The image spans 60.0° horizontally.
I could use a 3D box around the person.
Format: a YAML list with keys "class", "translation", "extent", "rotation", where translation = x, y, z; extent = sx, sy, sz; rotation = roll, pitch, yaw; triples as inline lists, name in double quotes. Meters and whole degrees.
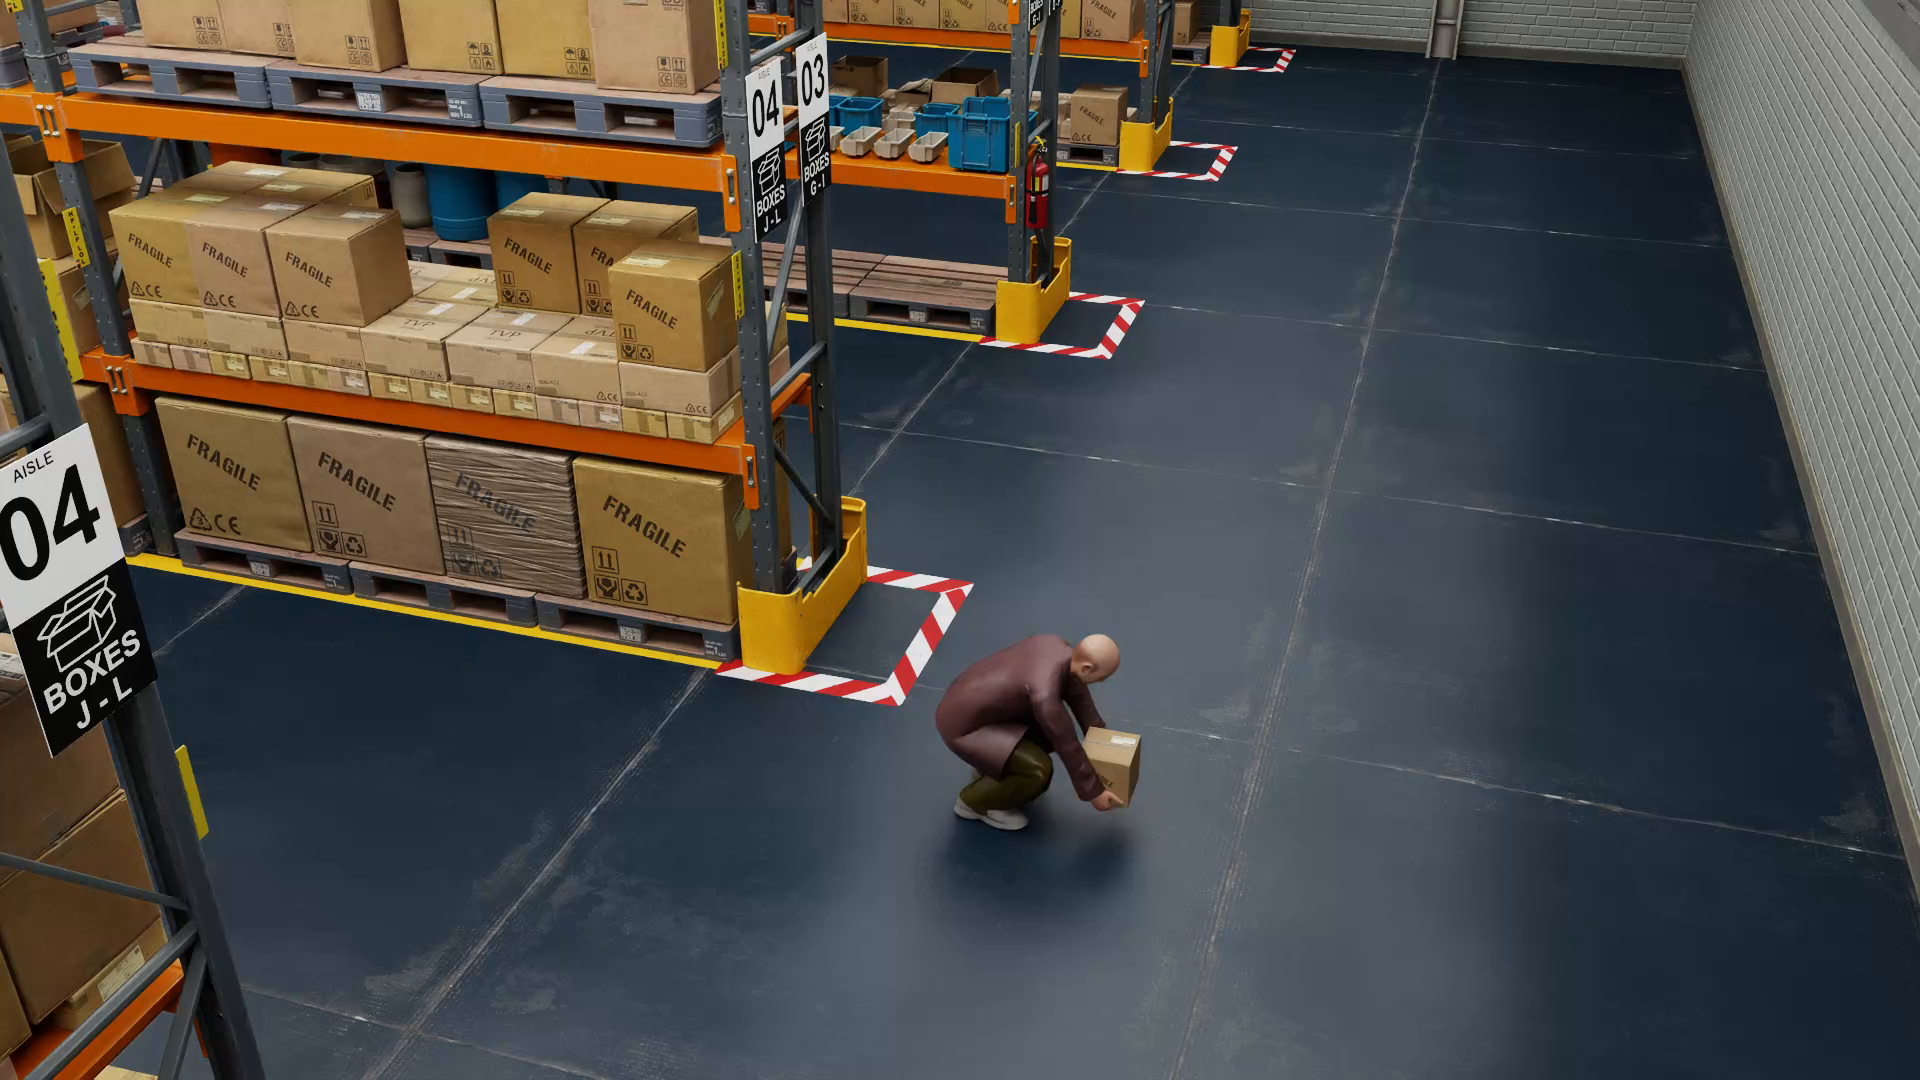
- class: "person"
  translation: [0.346, 0.862, 7.775]
  extent: [0.940, 1.000, 0.577]
  rotation: [8, 30, 14]
